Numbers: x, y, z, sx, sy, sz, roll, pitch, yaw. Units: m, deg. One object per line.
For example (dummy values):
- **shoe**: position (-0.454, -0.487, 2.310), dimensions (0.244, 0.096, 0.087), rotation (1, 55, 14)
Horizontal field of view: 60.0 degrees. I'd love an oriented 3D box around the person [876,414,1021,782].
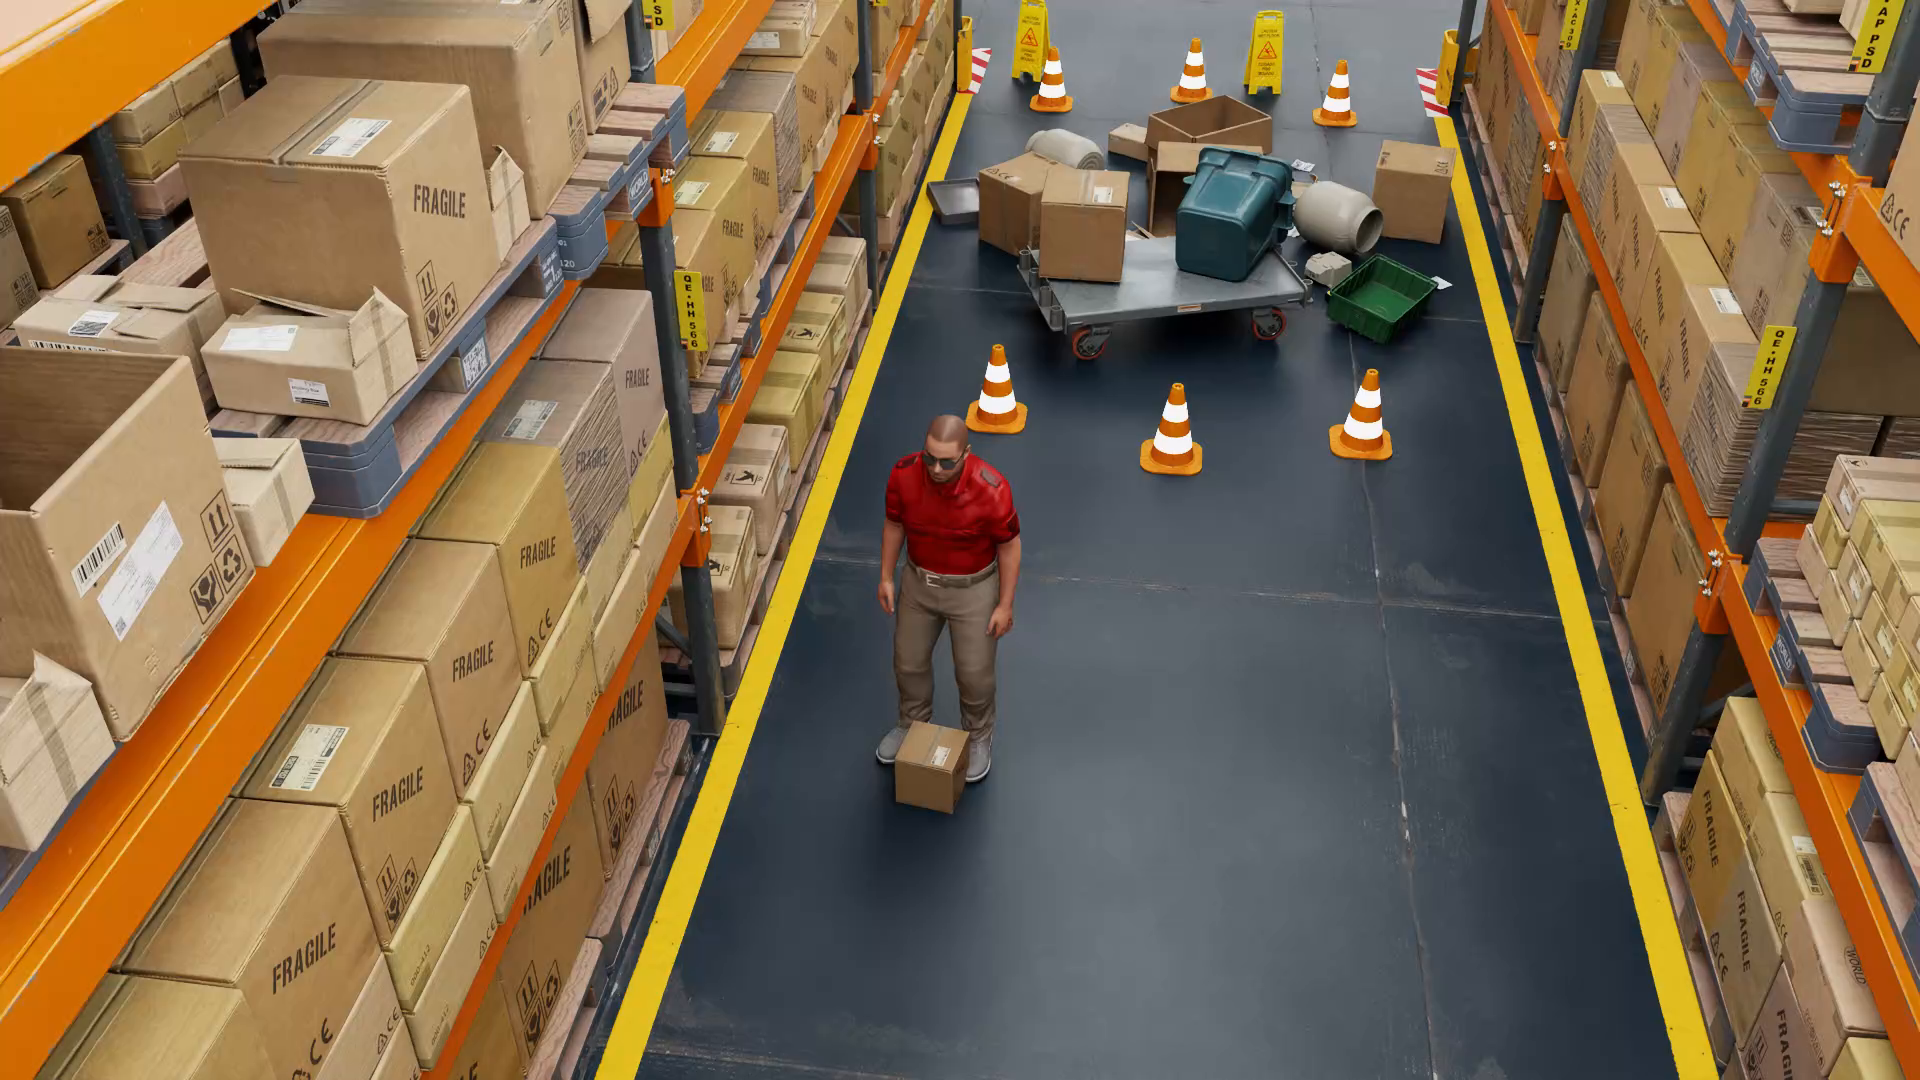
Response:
- **person**: position (-0.050, 0.213, 6.757), dimensions (0.586, 1.727, 0.393), rotation (12, 38, 16)
